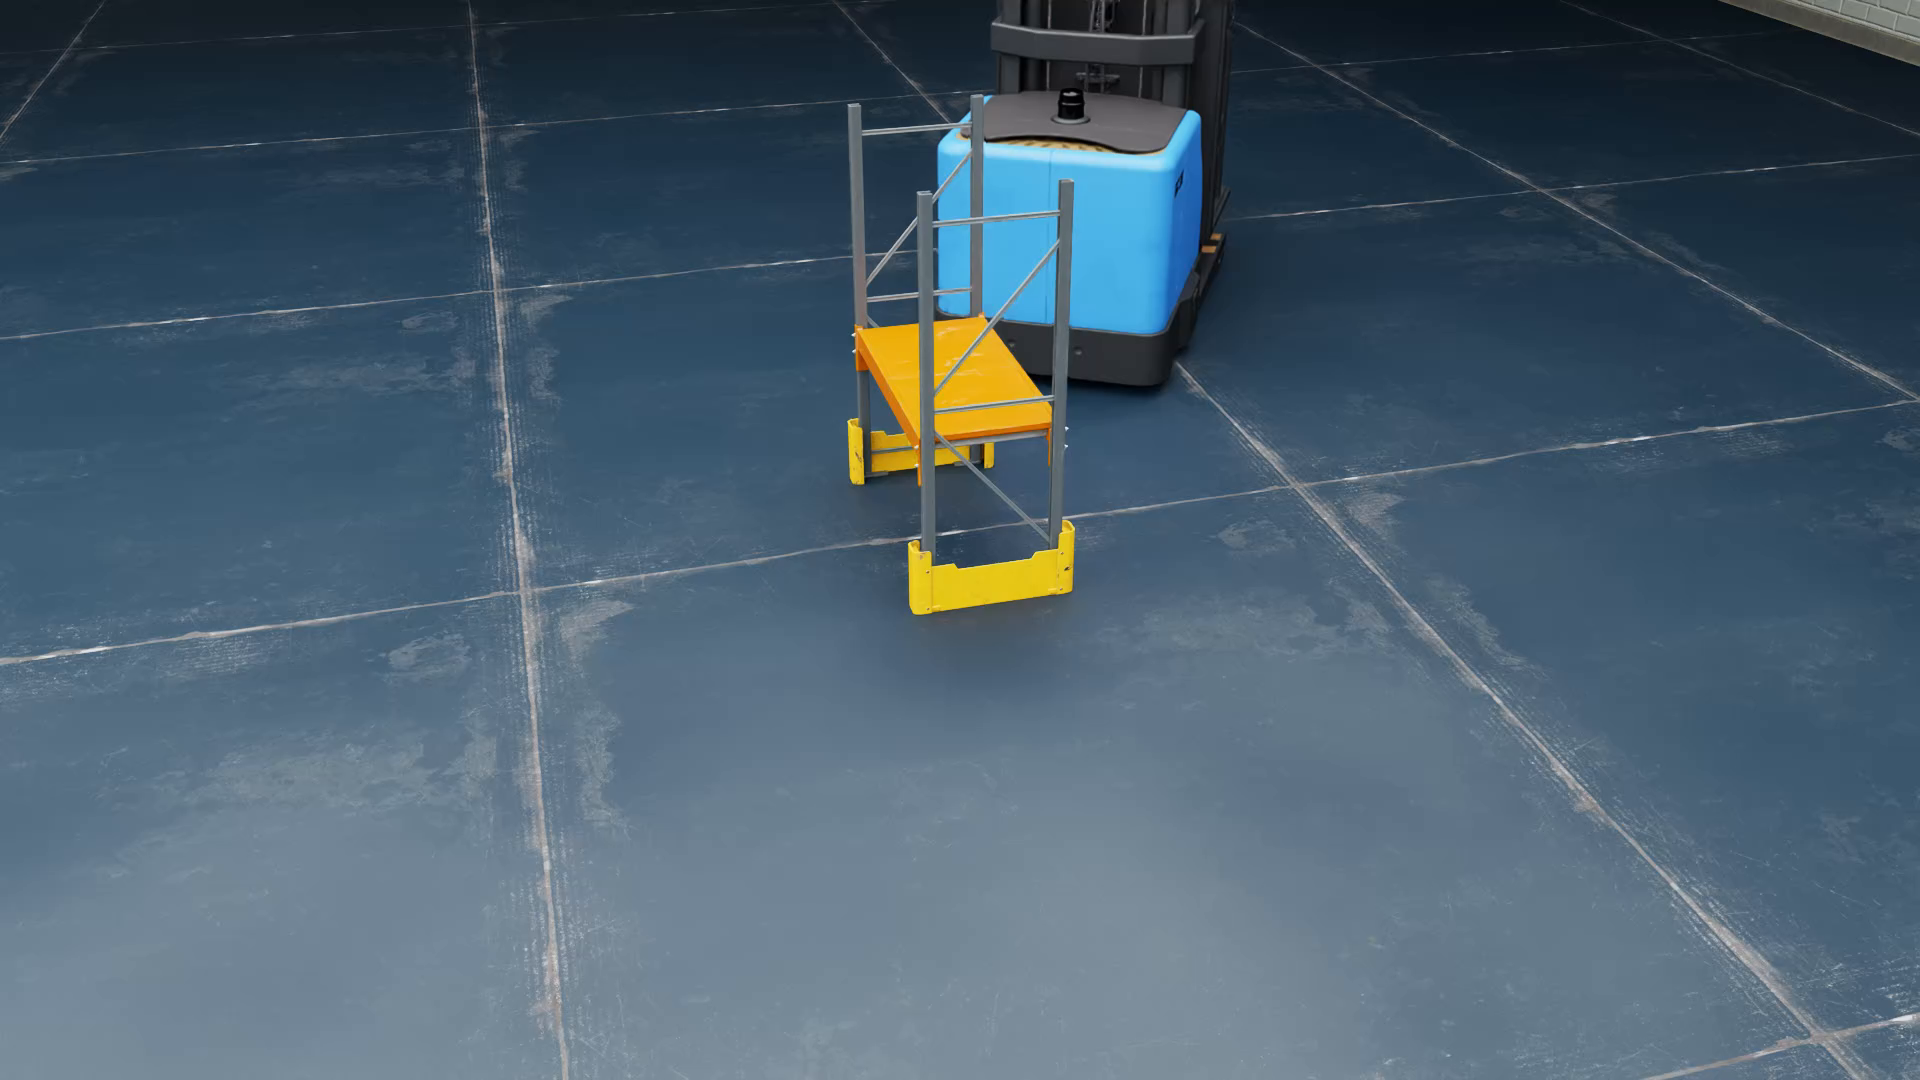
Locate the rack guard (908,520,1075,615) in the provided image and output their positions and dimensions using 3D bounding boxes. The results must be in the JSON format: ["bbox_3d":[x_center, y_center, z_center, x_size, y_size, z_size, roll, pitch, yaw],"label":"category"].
[{"bbox_3d":[0.112,0.096,5.835,0.587,0.250,0.087,-8,31,-13],"label":"rack guard"}]

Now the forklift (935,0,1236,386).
[{"bbox_3d":[0.777,-2.667,7.931,1.130,2.935,3.031,8,31,13],"label":"forklift"}]

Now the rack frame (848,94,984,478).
[{"bbox_3d":[-0.158,-0.936,6.370,0.500,1.500,0.032,-8,31,-13],"label":"rack frame"}]

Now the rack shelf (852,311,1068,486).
[{"bbox_3d":[-0.023,-0.535,6.036,0.538,0.185,1.000,-8,31,-13],"label":"rack shelf"}]

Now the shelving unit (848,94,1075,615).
[{"bbox_3d":[-0.020,-0.686,5.938,0.587,1.500,1.083,-8,31,-13],"label":"shelving unit"}]

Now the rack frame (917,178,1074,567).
[{"bbox_3d":[0.112,-0.445,5.521,0.500,1.500,0.032,-8,31,-13],"label":"rack frame"}]

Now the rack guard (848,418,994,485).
[{"bbox_3d":[-0.152,-0.386,6.667,0.587,0.250,0.087,-8,31,-13],"label":"rack guard"}]
